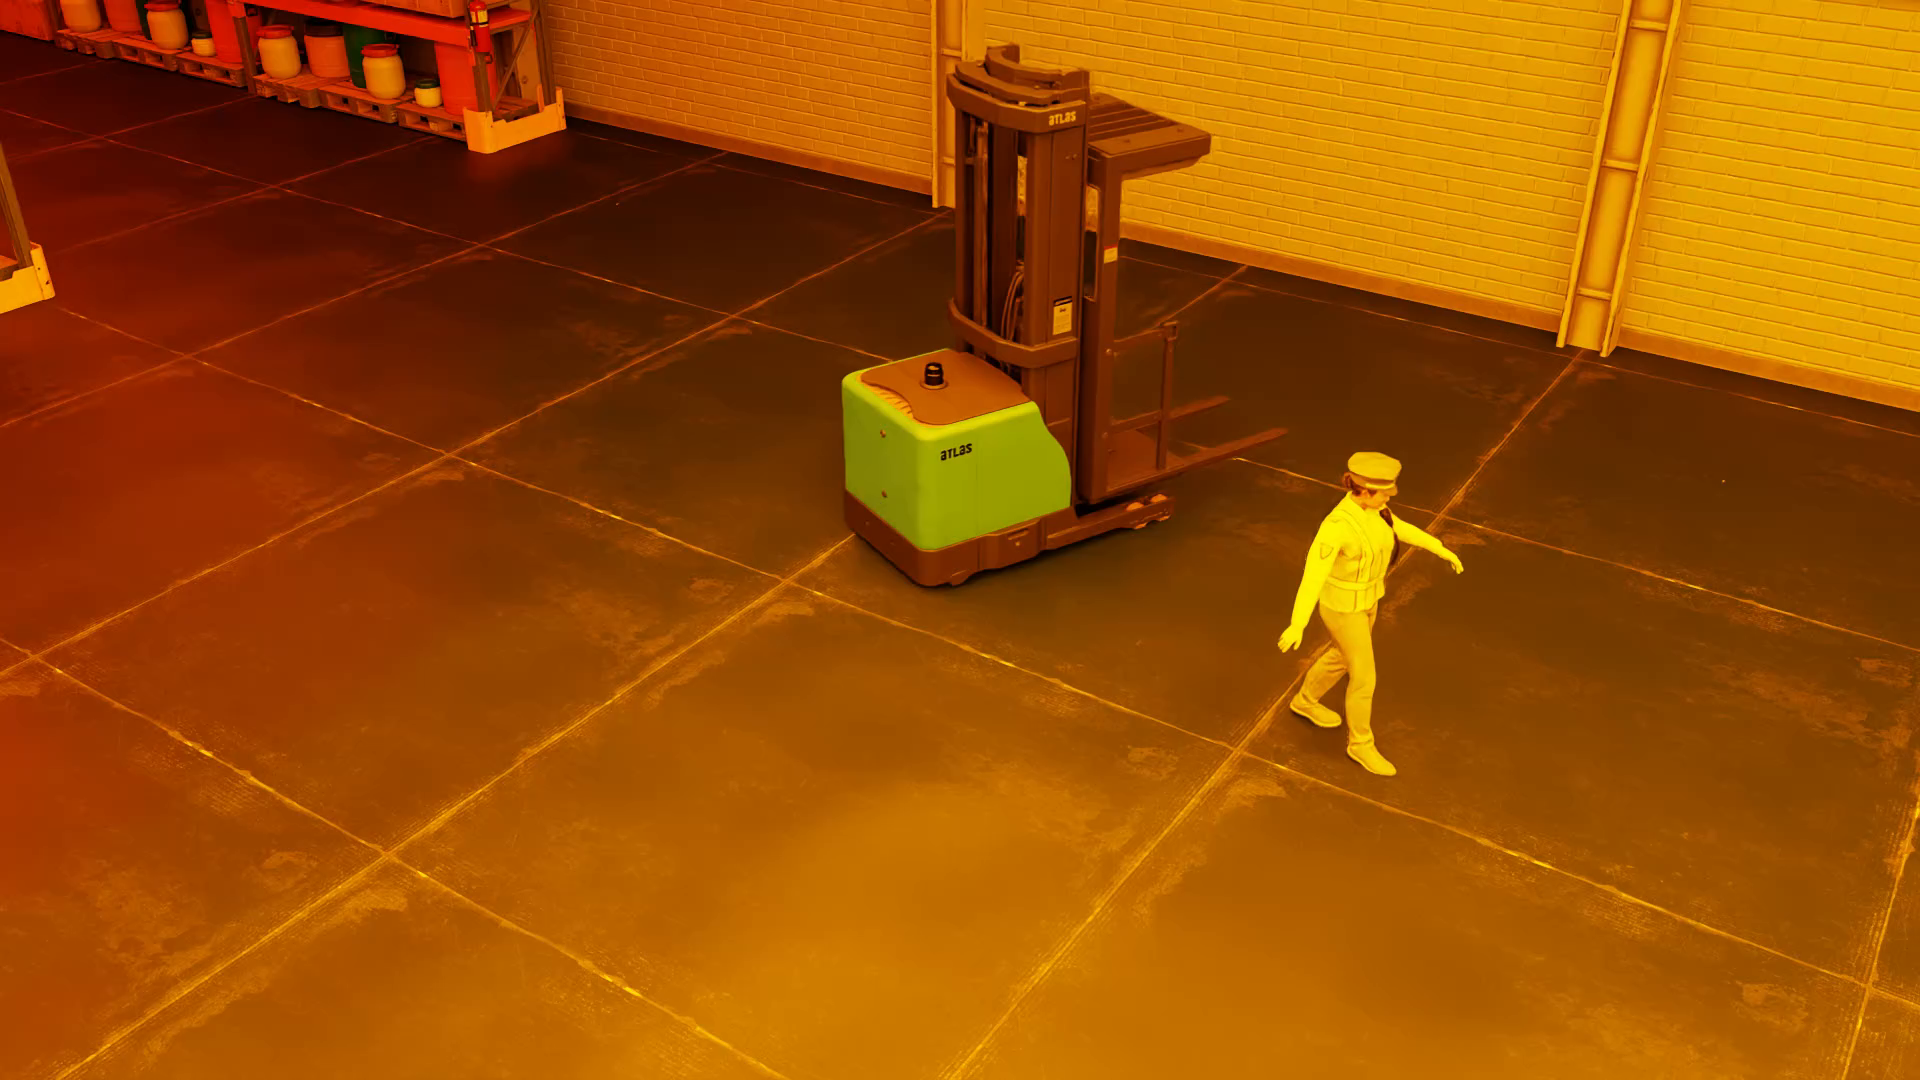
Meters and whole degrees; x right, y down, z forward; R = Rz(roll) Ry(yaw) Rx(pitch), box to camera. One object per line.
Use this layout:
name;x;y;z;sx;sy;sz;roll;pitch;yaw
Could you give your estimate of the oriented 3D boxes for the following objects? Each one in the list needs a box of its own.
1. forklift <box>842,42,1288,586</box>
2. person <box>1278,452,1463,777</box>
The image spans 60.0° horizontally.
forklift;0.784;-1.543;10.238;3.031;2.935;1.130;-18;35;-28
person;1.991;0.362;8.273;0.687;1.655;0.901;20;36;31
